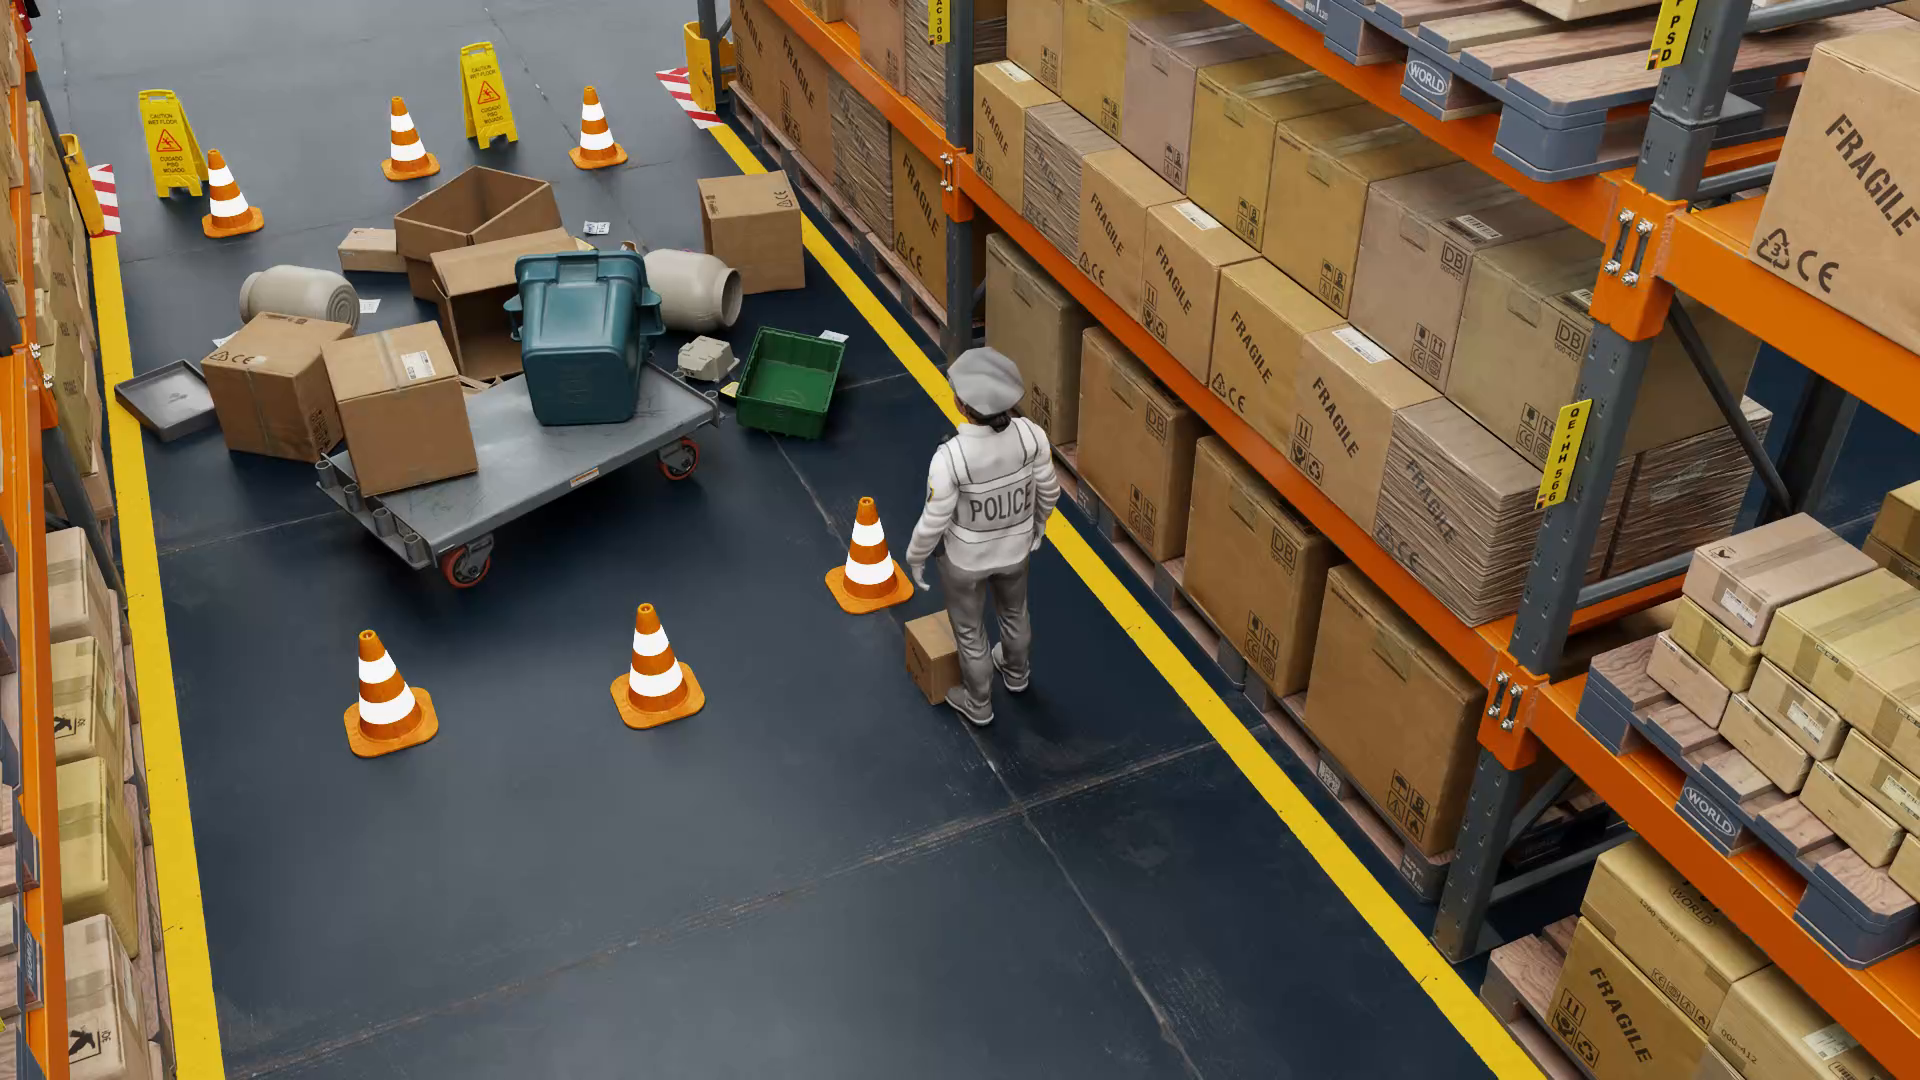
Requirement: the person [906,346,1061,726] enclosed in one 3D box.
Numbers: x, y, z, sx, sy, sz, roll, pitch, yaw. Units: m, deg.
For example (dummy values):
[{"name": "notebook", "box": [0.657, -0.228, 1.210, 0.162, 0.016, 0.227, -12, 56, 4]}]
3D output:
[{"name": "person", "box": [0.059, -0.010, 6.122, 0.586, 1.694, 0.530, -16, 40, -20]}]
